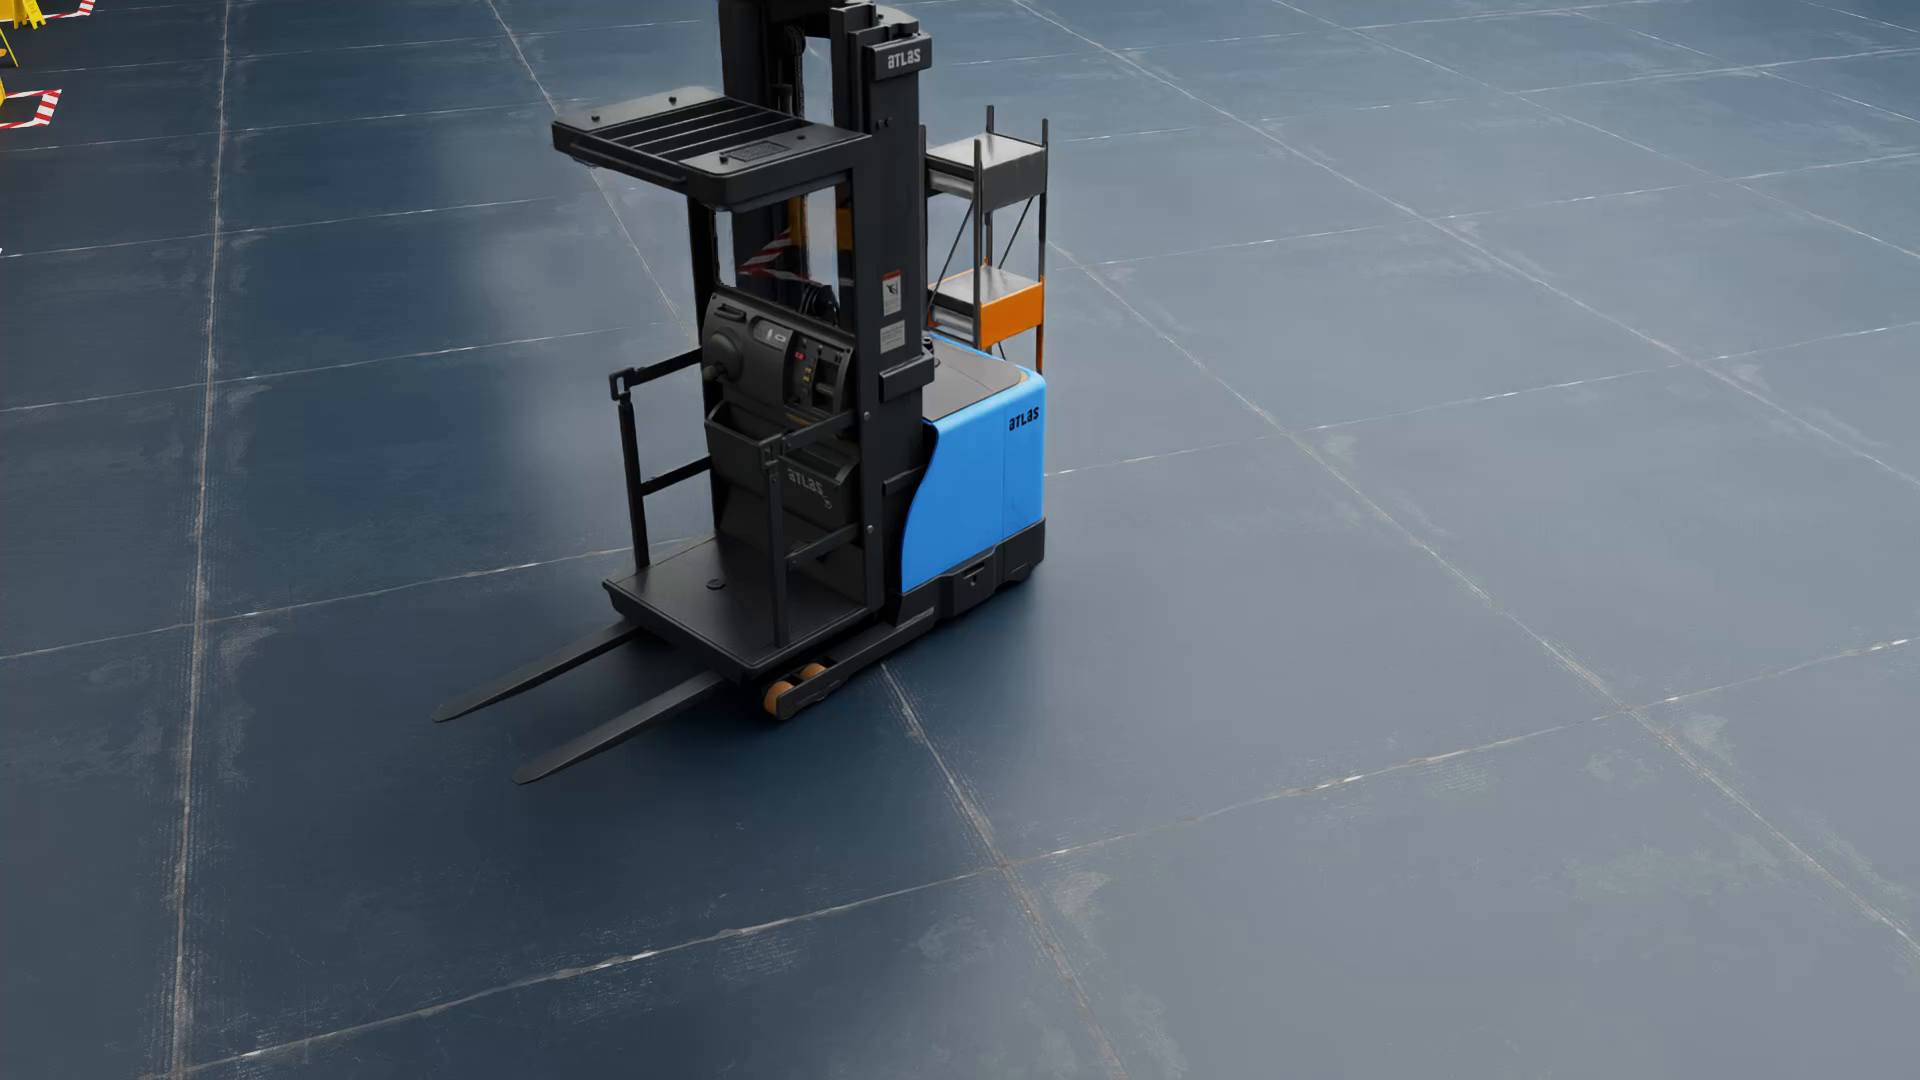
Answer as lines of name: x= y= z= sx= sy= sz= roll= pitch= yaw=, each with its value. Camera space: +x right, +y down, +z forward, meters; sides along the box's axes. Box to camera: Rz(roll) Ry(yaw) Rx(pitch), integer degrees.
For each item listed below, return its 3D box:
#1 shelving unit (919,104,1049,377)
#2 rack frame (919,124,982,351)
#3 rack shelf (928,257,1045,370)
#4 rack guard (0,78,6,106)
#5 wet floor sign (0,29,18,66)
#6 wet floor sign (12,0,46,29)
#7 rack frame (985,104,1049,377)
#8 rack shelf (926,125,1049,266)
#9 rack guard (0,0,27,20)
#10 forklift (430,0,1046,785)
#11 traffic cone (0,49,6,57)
shelving unit: x=0.119 y=-1.118 z=8.592 sx=0.431 sy=2.100 sz=0.503 roll=25 pitch=38 yaw=37
rack frame: x=-0.049 y=-1.030 z=8.438 sx=0.400 sy=2.100 sz=0.015 roll=25 pitch=38 yaw=37
rack shelf: x=0.119 y=-1.106 z=8.598 sx=0.431 sy=0.518 sz=0.480 roll=25 pitch=38 yaw=37
rack guard: x=-9.394 y=-4.310 z=15.809 sx=0.348 sy=0.500 sz=1.175 roll=-10 pitch=31 yaw=-18
wet floor sign: x=-10.080 y=-5.292 z=17.387 sx=0.232 sy=0.644 sz=0.267 roll=-16 pitch=33 yaw=-26
wet floor sign: x=-10.686 y=-6.184 z=18.953 sx=0.232 sy=0.644 sz=0.267 roll=0 pitch=30 yaw=0
rack frame: x=0.286 y=-1.206 z=8.746 sx=0.400 sy=2.100 sz=0.015 roll=25 pitch=38 yaw=37
rack shelf: x=0.119 y=-1.715 z=8.252 sx=0.431 sy=0.518 sz=0.480 roll=25 pitch=38 yaw=37
rack guard: x=-11.309 y=-6.571 z=19.779 sx=0.348 sy=0.500 sz=1.175 roll=-10 pitch=31 yaw=-18
forklift: x=-0.949 y=-0.766 z=7.133 sx=1.130 sy=2.935 sz=3.031 roll=25 pitch=38 yaw=37
traffic cone: x=-10.485 y=-5.439 z=17.830 sx=0.334 sy=0.463 sz=0.336 roll=-10 pitch=31 yaw=-18
